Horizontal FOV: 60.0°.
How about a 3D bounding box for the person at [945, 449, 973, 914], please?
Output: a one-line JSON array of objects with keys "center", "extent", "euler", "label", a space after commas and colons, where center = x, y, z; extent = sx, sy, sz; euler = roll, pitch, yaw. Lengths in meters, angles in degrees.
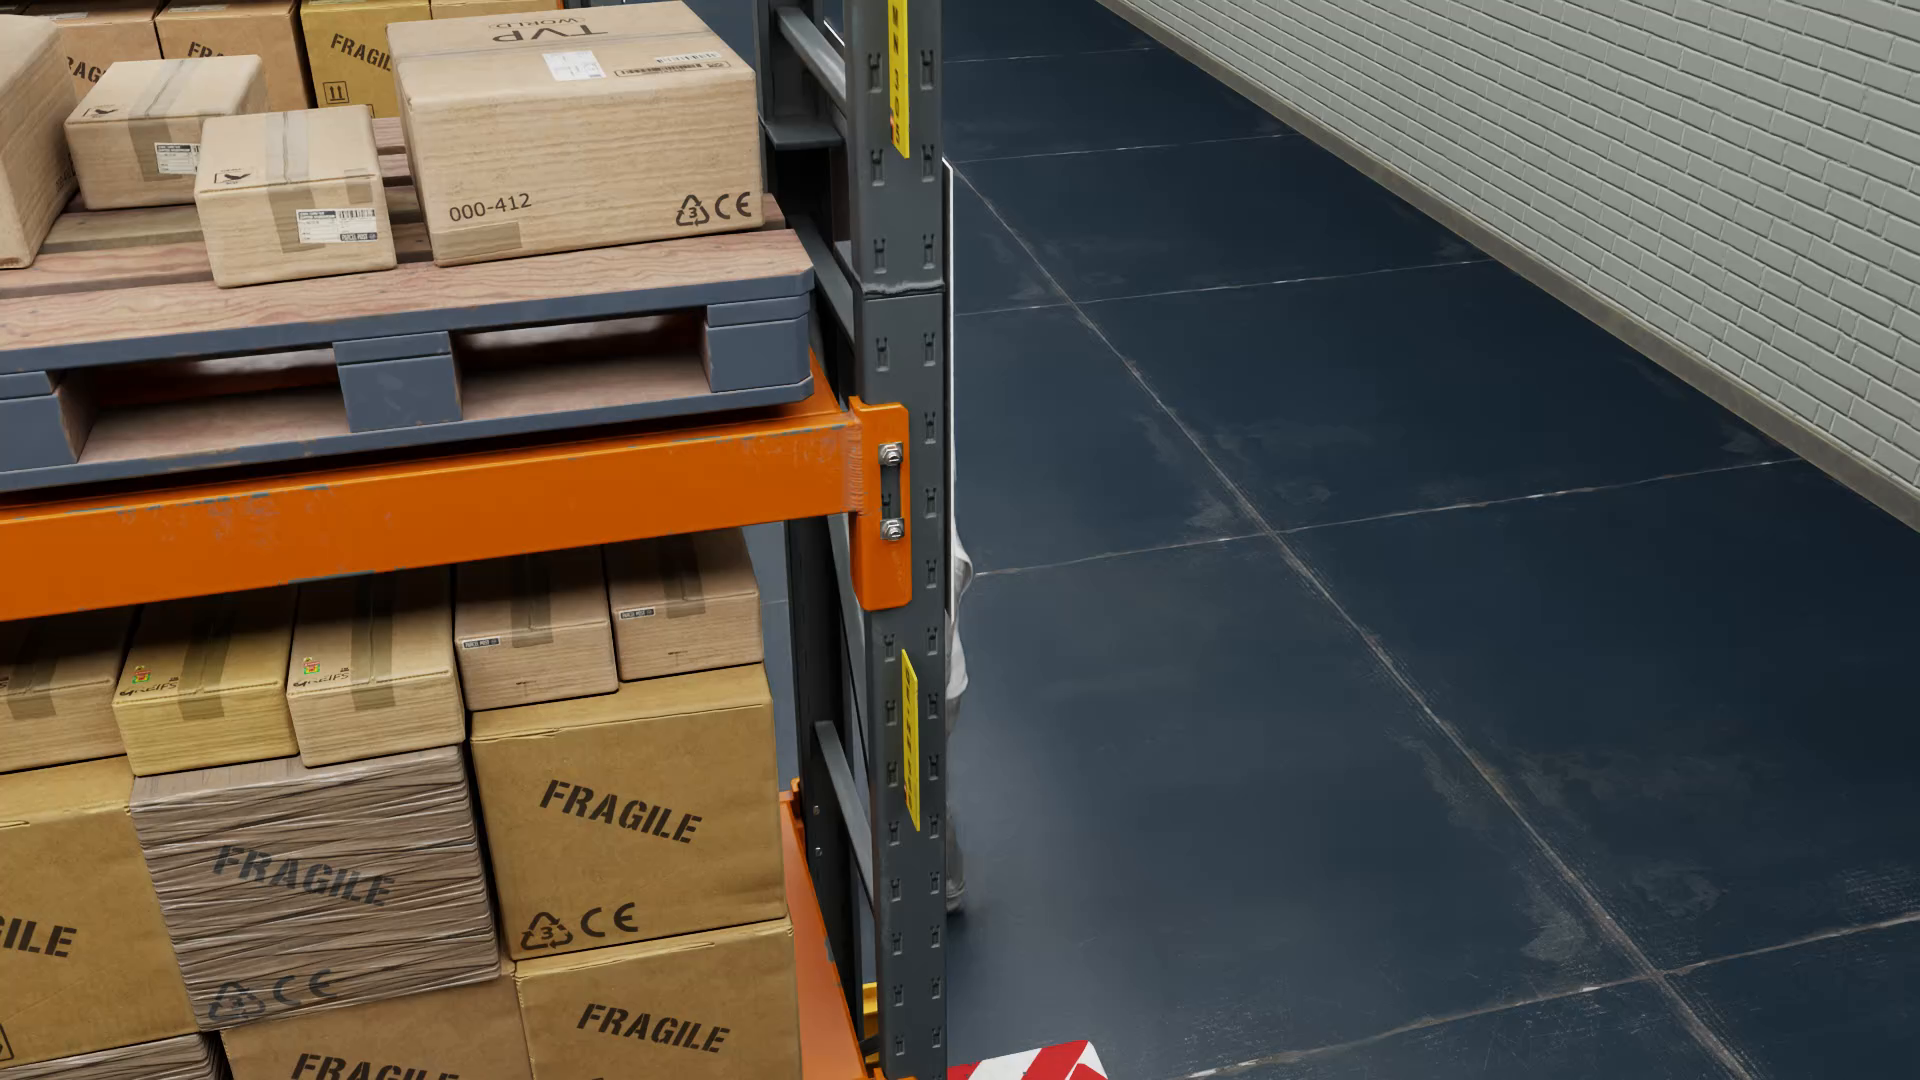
[{"center": [-0.164, 0.450, 5.330], "extent": [0.358, 1.772, 0.529], "euler": [-7, 31, -12], "label": "person"}]
